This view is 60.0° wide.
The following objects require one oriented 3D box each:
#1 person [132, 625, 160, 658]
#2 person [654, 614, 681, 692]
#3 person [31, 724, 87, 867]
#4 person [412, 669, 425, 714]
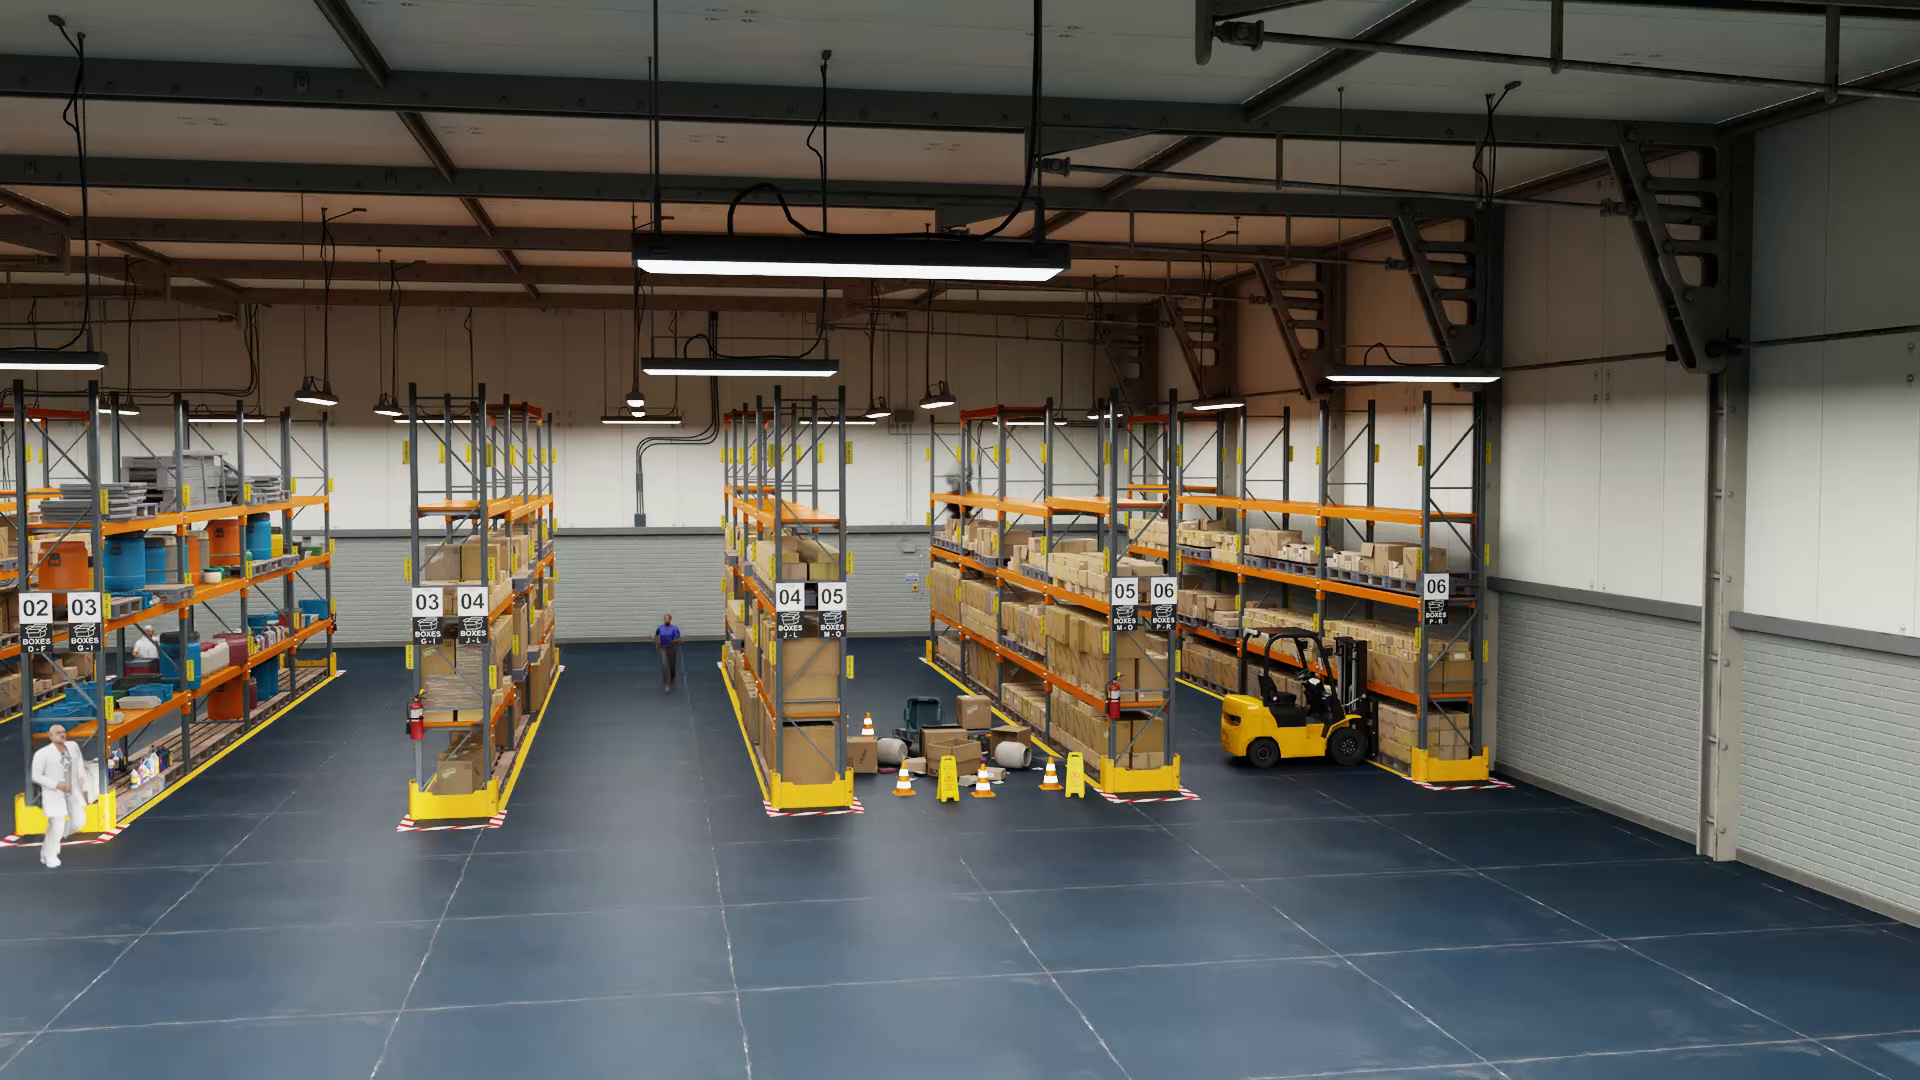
[{"bbox_3d":[-15.995,2.514,32.828,0.610,1.668,0.896,-1,3,-17],"label":"person"},{"bbox_3d":[-6.211,2.376,35.366,0.578,1.634,0.846,0,3,-7],"label":"person"},{"bbox_3d":[-10.948,3.110,20.299,0.694,1.739,0.743,2,3,30],"label":"person"},{"bbox_3d":[-10.417,2.594,32.190,0.532,1.550,0.559,-1,3,-15],"label":"person"}]
